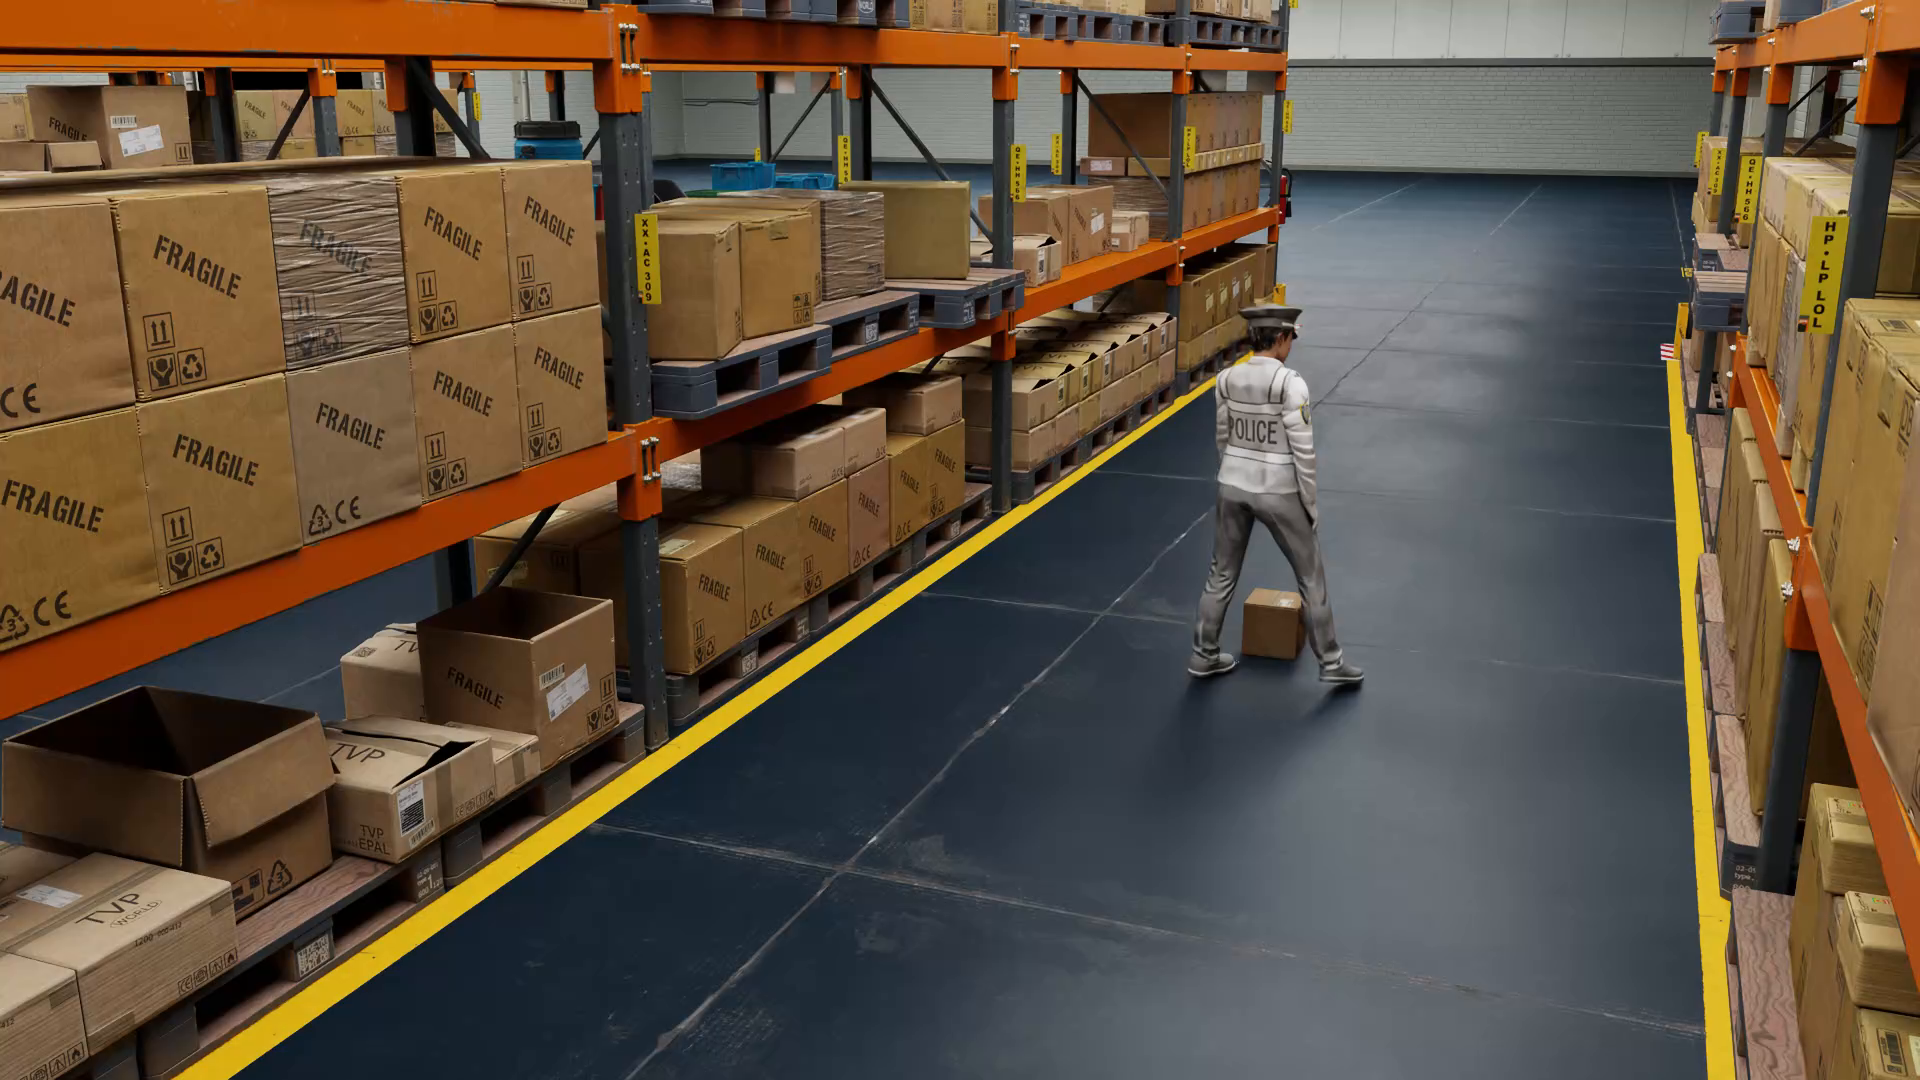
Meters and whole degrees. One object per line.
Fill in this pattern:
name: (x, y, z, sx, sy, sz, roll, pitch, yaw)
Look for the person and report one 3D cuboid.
person: (1.397, -0.182, 7.144, 0.651, 1.659, 0.511, 13, 20, 39)
